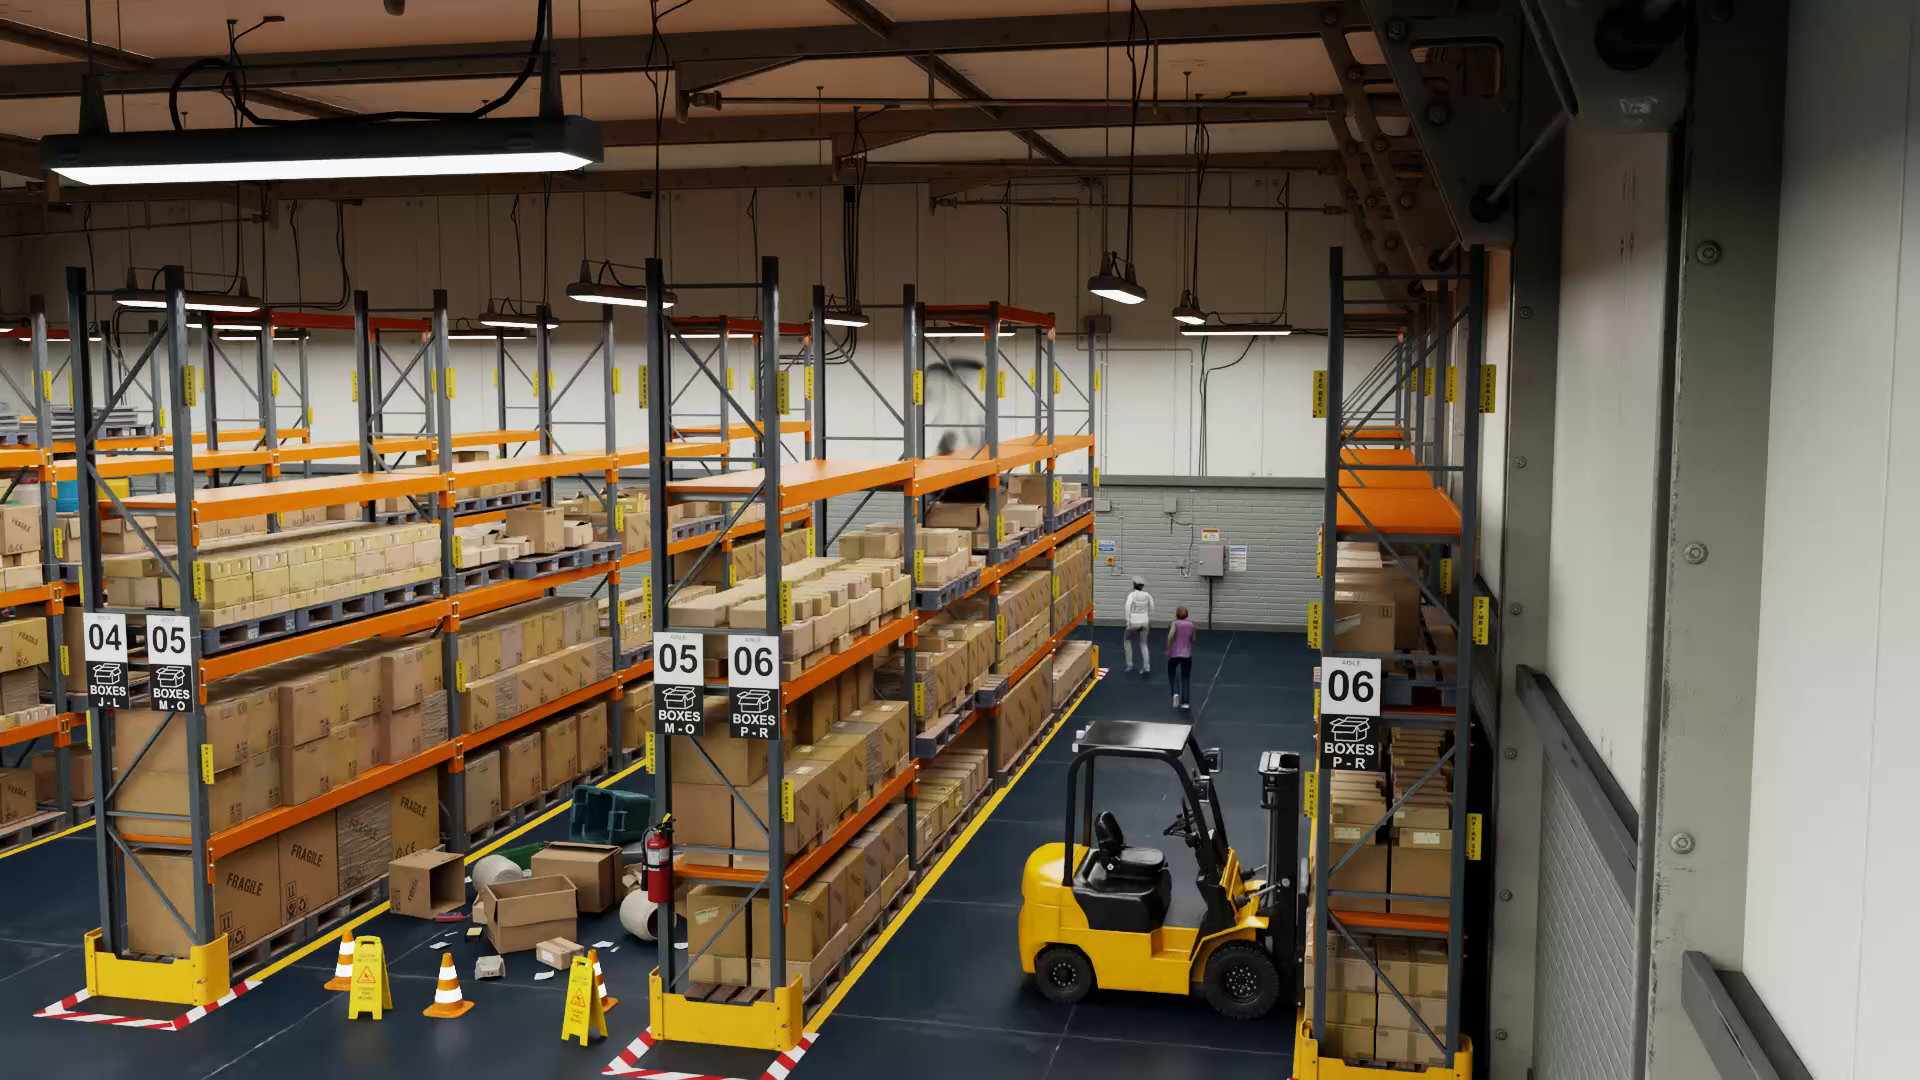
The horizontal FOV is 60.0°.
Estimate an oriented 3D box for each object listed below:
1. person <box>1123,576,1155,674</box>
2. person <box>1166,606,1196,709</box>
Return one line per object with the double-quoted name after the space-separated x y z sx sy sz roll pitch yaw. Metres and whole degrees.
3.049 1.480 28.382 0.624 1.723 0.794 -1 6 -14 "person"
3.373 1.807 25.496 0.504 1.559 0.732 -1 6 -7 "person"
